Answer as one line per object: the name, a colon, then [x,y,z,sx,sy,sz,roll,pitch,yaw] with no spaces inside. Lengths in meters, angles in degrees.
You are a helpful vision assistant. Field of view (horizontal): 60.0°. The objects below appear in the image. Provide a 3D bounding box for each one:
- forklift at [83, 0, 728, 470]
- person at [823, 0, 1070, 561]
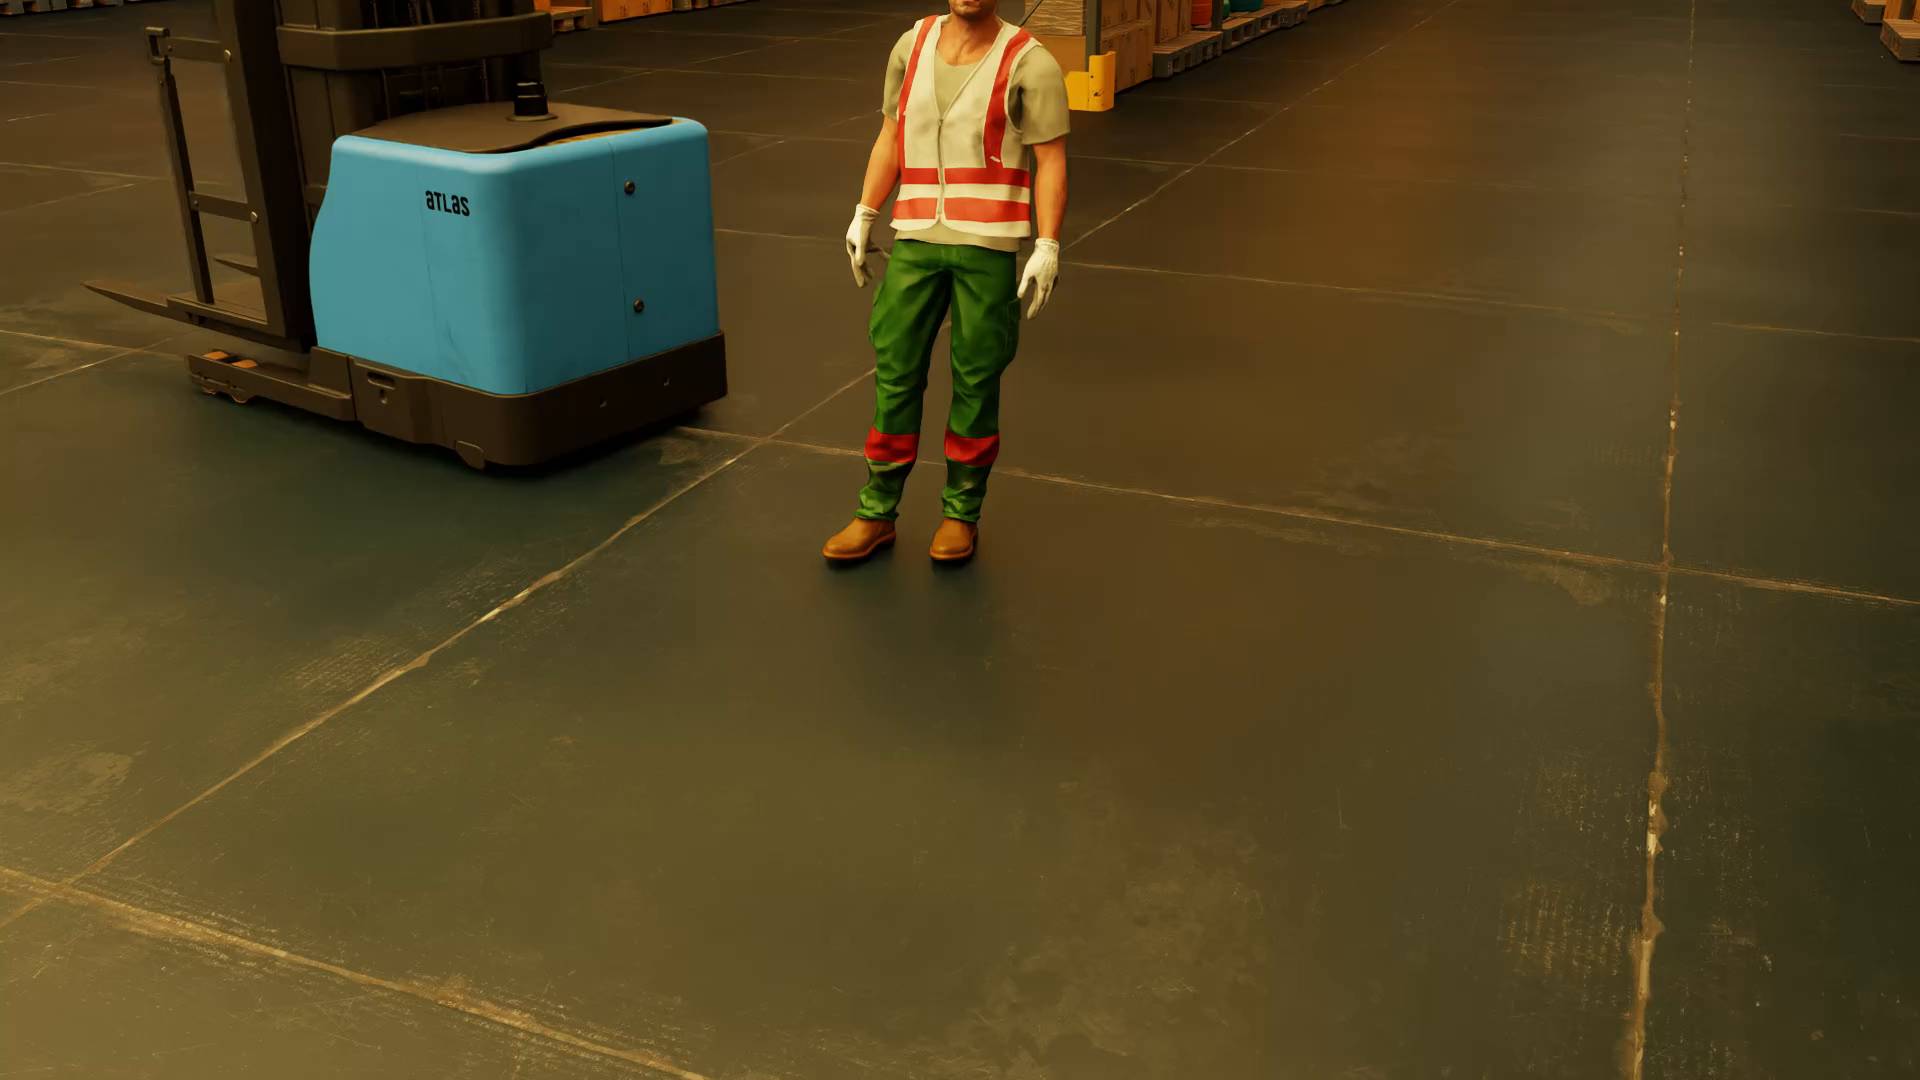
forklift: [-2.362,-2.019,6.122,3.031,2.935,1.130,16,27,33]
person: [-0.042,-0.805,4.680,0.637,1.790,0.562,9,24,21]
